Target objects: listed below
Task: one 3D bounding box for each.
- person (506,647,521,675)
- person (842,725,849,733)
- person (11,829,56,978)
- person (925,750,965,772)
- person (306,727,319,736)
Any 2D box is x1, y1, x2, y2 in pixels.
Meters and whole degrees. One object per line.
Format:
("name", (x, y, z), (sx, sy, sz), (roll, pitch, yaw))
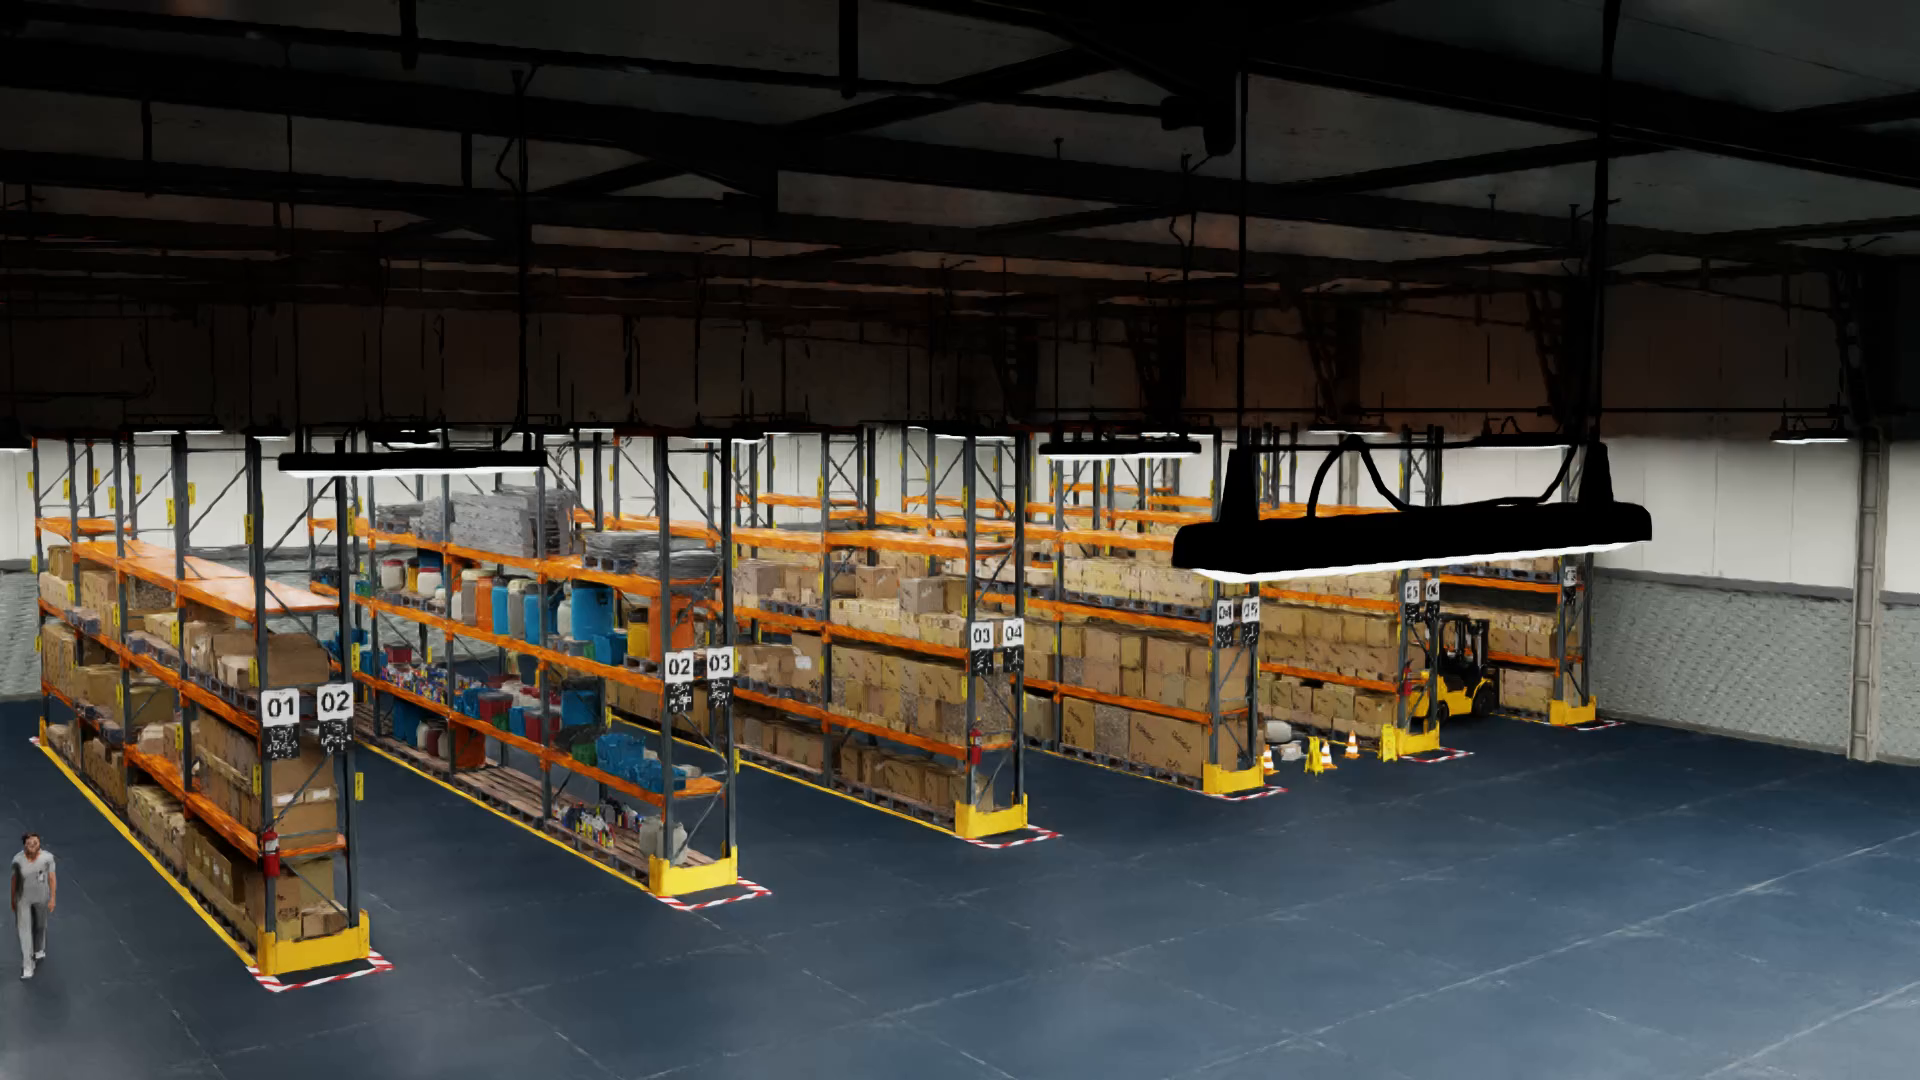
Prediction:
("person", (-9.172, 2.814, 33.987), (0.545, 1.670, 0.545), (-1, 5, -17))
("person", (-2.317, 3.125, 31.016), (0.417, 1.517, 1.037), (-3, 5, -34))
("person", (-10.432, 4.039, 18.753), (0.448, 1.587, 1.098), (-3, 5, -34))
("person", (-0.244, 3.254, 28.863), (0.827, 1.606, 0.621), (3, 6, 36))
("person", (-11.022, 3.273, 28.159), (0.719, 1.714, 0.578), (-4, 6, -39))
